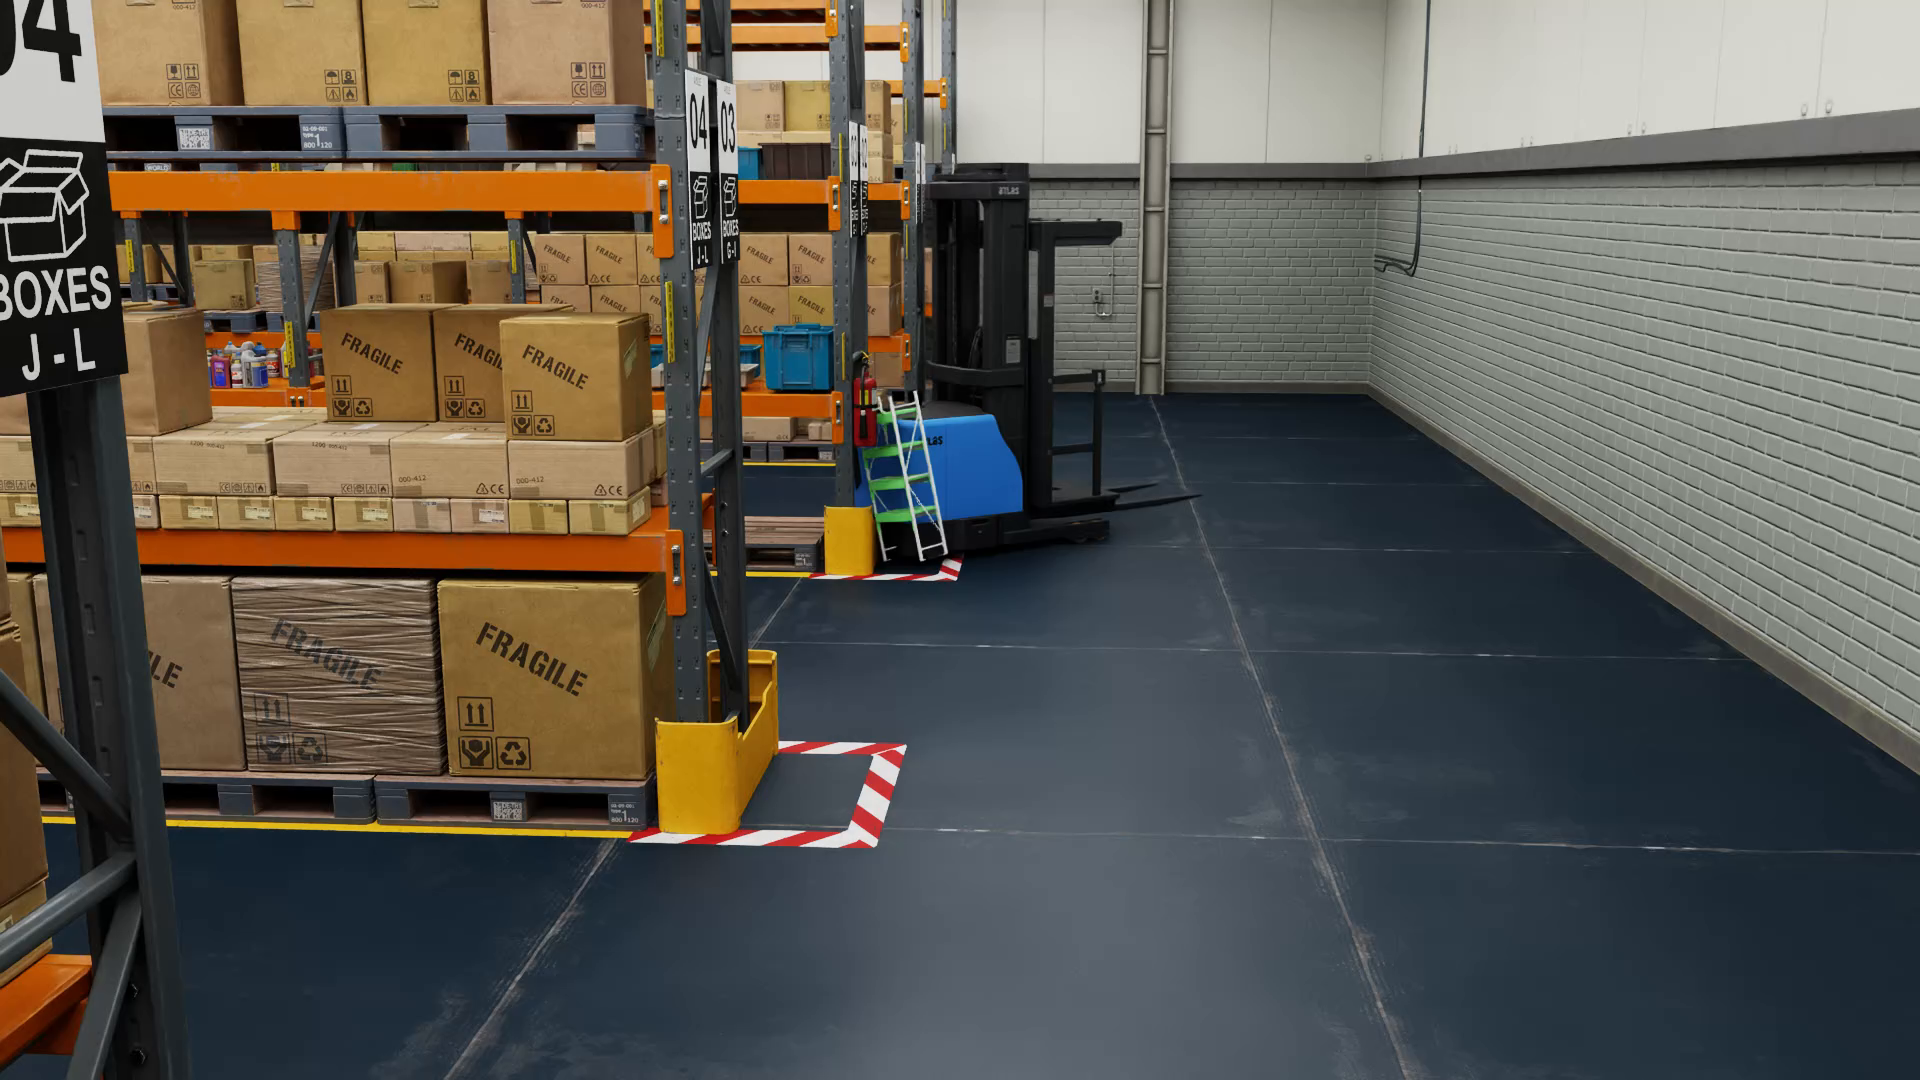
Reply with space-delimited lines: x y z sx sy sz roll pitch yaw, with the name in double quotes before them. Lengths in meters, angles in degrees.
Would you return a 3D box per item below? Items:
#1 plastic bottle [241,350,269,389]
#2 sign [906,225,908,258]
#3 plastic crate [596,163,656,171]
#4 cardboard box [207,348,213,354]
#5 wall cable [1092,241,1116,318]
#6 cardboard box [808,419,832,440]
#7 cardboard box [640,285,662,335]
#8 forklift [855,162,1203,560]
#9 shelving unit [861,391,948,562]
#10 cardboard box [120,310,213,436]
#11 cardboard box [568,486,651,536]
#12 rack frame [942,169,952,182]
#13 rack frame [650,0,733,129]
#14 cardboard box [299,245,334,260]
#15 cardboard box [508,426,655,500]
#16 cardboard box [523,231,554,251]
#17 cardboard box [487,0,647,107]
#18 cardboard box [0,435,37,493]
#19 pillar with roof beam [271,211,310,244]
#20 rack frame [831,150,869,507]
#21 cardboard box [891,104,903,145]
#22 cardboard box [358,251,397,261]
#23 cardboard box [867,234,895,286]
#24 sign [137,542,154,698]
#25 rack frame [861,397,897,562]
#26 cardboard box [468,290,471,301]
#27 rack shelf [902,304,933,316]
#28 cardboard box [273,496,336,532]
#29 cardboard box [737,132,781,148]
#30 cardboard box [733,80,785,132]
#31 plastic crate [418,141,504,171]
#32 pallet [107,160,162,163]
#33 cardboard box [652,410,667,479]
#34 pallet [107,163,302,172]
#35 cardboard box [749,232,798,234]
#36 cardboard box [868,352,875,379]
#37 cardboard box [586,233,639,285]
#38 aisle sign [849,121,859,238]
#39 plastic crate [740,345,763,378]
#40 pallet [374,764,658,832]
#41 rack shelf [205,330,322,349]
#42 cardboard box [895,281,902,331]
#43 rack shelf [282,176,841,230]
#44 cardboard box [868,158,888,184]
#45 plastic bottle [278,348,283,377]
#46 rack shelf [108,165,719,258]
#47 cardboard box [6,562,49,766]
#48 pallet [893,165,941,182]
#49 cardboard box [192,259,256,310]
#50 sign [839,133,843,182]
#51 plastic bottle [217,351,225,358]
"plastic bottle" -5.205 -1.261 12.274 0.135 0.276 0.152 1 12 4
"sign" -0.522 -2.948 16.436 0.005 0.325 0.100 1 12 4
"plastic crate" -2.305 -2.843 12.358 0.767 0.338 0.504 1 12 4
"cardboard box" -10.350 -2.489 22.872 0.500 0.500 0.700 1 12 4
"wall cable" 1.203 -4.025 22.701 1.851 1.984 0.084 1 12 4
"cardboard box" -1.422 -1.149 17.282 0.250 0.166 0.380 1 12 4
"cardboard box" -2.955 -2.367 17.014 0.500 0.500 0.500 1 12 3
"forklift" 0.596 -1.493 13.245 3.031 2.935 1.130 -7 14 -32
"shelving unit" -0.439 -0.455 12.124 0.258 1.200 0.503 -15 8 -34
"cardboard box" -3.650 -0.737 7.272 0.500 0.500 0.500 0 12 2
"cardboard box" -1.508 -0.131 7.180 0.250 0.149 0.380 1 12 5
"rack frame" -0.137 -3.352 21.965 0.127 3.000 1.000 1 12 4
"rack frame" -1.130 -3.252 6.838 0.127 3.000 1.000 1 12 4
"cardboard box" -8.589 -3.730 22.454 0.500 0.500 0.700 -1 12 -3
"cardboard box" -1.632 -0.341 7.210 0.500 0.250 0.500 1 12 3
"cardboard box" -5.630 -3.948 21.964 0.500 0.250 0.500 1 12 5
"cardboard box" -1.653 -2.084 7.064 0.500 0.500 0.700 0 12 0
"cardboard box" -4.174 -0.375 7.375 0.500 0.250 0.500 1 12 3
"pillar with roof beam" -9.646 -5.713 18.600 0.400 9.000 9.100 1 12 4
"rack frame" -0.799 -1.328 12.290 0.127 3.000 1.000 1 12 4
"cardboard box" -0.886 -5.322 21.325 0.500 0.500 0.500 1 12 4
"cardboard box" -7.652 -3.607 22.164 0.500 0.500 0.500 1 12 5
"cardboard box" -0.927 -2.828 16.775 0.500 0.500 0.500 1 12 3
"sign" -1.527 0.161 3.057 0.005 0.325 0.100 1 12 4
"rack frame" -0.579 -0.452 12.324 0.240 1.200 0.015 -15 8 -34
"cardboard box" -6.521 -3.284 22.208 0.250 0.149 0.380 1 12 5
"rack shelf" -2.133 -3.027 22.170 4.000 0.370 1.077 1 12 4
"cardboard box" -2.786 -0.148 7.262 0.250 0.149 0.380 1 12 4
"cardboard box" -1.992 -3.949 16.638 0.500 0.250 0.500 1 12 4
"cardboard box" -1.978 -4.359 16.769 0.500 0.500 0.700 1 12 4
"plastic crate" -3.569 -2.714 11.909 0.590 0.269 0.497 1 12 4
"pallet" -4.306 -1.782 7.353 1.213 0.211 1.003 1 12 4
"cardboard box" -1.591 -0.450 7.733 0.500 0.250 0.500 0 12 2
"pallet" -5.579 -2.749 12.220 1.003 0.211 1.213 1 12 4
"cardboard box" -1.911 -2.951 17.366 0.500 0.500 0.500 1 12 5
"cardboard box" -1.342 -2.330 22.159 0.500 0.500 0.700 1 12 4
"cardboard box" -3.490 -2.862 16.937 0.500 0.500 0.500 0 12 2
"aisle sign" -0.747 -2.539 11.733 0.004 0.787 0.394 1 12 4
"plastic crate" -1.681 -1.355 12.682 0.300 0.233 0.416 1 12 4
"pallet" -1.933 1.054 7.714 1.213 0.211 1.003 1 12 4
"rack shelf" -6.451 -2.070 17.593 4.000 0.370 1.077 1 12 4
"cardboard box" -0.890 -2.449 17.404 0.500 0.500 0.500 1 12 5
"rack shelf" -2.795 -2.471 12.187 4.000 0.370 1.077 1 12 4
"cardboard box" -0.995 -3.688 16.612 0.500 0.250 0.500 1 12 4
"plastic bottle" -5.261 -1.419 13.013 0.133 0.283 0.061 1 12 4
"rack shelf" -3.126 -1.459 7.350 4.000 0.370 1.077 1 12 4
"cardboard box" -4.468 0.489 7.768 0.875 0.875 0.875 1 12 4
"pallet" -0.878 -4.785 21.706 1.213 0.211 1.003 1 12 4
"cardboard box" -7.811 -2.718 17.666 0.500 0.500 0.700 -3 12 -15
"sign" -0.820 -2.632 11.455 0.005 0.325 0.100 1 12 4
"plastic bottle" -5.803 -1.383 13.039 0.097 0.201 0.097 0 12 0
